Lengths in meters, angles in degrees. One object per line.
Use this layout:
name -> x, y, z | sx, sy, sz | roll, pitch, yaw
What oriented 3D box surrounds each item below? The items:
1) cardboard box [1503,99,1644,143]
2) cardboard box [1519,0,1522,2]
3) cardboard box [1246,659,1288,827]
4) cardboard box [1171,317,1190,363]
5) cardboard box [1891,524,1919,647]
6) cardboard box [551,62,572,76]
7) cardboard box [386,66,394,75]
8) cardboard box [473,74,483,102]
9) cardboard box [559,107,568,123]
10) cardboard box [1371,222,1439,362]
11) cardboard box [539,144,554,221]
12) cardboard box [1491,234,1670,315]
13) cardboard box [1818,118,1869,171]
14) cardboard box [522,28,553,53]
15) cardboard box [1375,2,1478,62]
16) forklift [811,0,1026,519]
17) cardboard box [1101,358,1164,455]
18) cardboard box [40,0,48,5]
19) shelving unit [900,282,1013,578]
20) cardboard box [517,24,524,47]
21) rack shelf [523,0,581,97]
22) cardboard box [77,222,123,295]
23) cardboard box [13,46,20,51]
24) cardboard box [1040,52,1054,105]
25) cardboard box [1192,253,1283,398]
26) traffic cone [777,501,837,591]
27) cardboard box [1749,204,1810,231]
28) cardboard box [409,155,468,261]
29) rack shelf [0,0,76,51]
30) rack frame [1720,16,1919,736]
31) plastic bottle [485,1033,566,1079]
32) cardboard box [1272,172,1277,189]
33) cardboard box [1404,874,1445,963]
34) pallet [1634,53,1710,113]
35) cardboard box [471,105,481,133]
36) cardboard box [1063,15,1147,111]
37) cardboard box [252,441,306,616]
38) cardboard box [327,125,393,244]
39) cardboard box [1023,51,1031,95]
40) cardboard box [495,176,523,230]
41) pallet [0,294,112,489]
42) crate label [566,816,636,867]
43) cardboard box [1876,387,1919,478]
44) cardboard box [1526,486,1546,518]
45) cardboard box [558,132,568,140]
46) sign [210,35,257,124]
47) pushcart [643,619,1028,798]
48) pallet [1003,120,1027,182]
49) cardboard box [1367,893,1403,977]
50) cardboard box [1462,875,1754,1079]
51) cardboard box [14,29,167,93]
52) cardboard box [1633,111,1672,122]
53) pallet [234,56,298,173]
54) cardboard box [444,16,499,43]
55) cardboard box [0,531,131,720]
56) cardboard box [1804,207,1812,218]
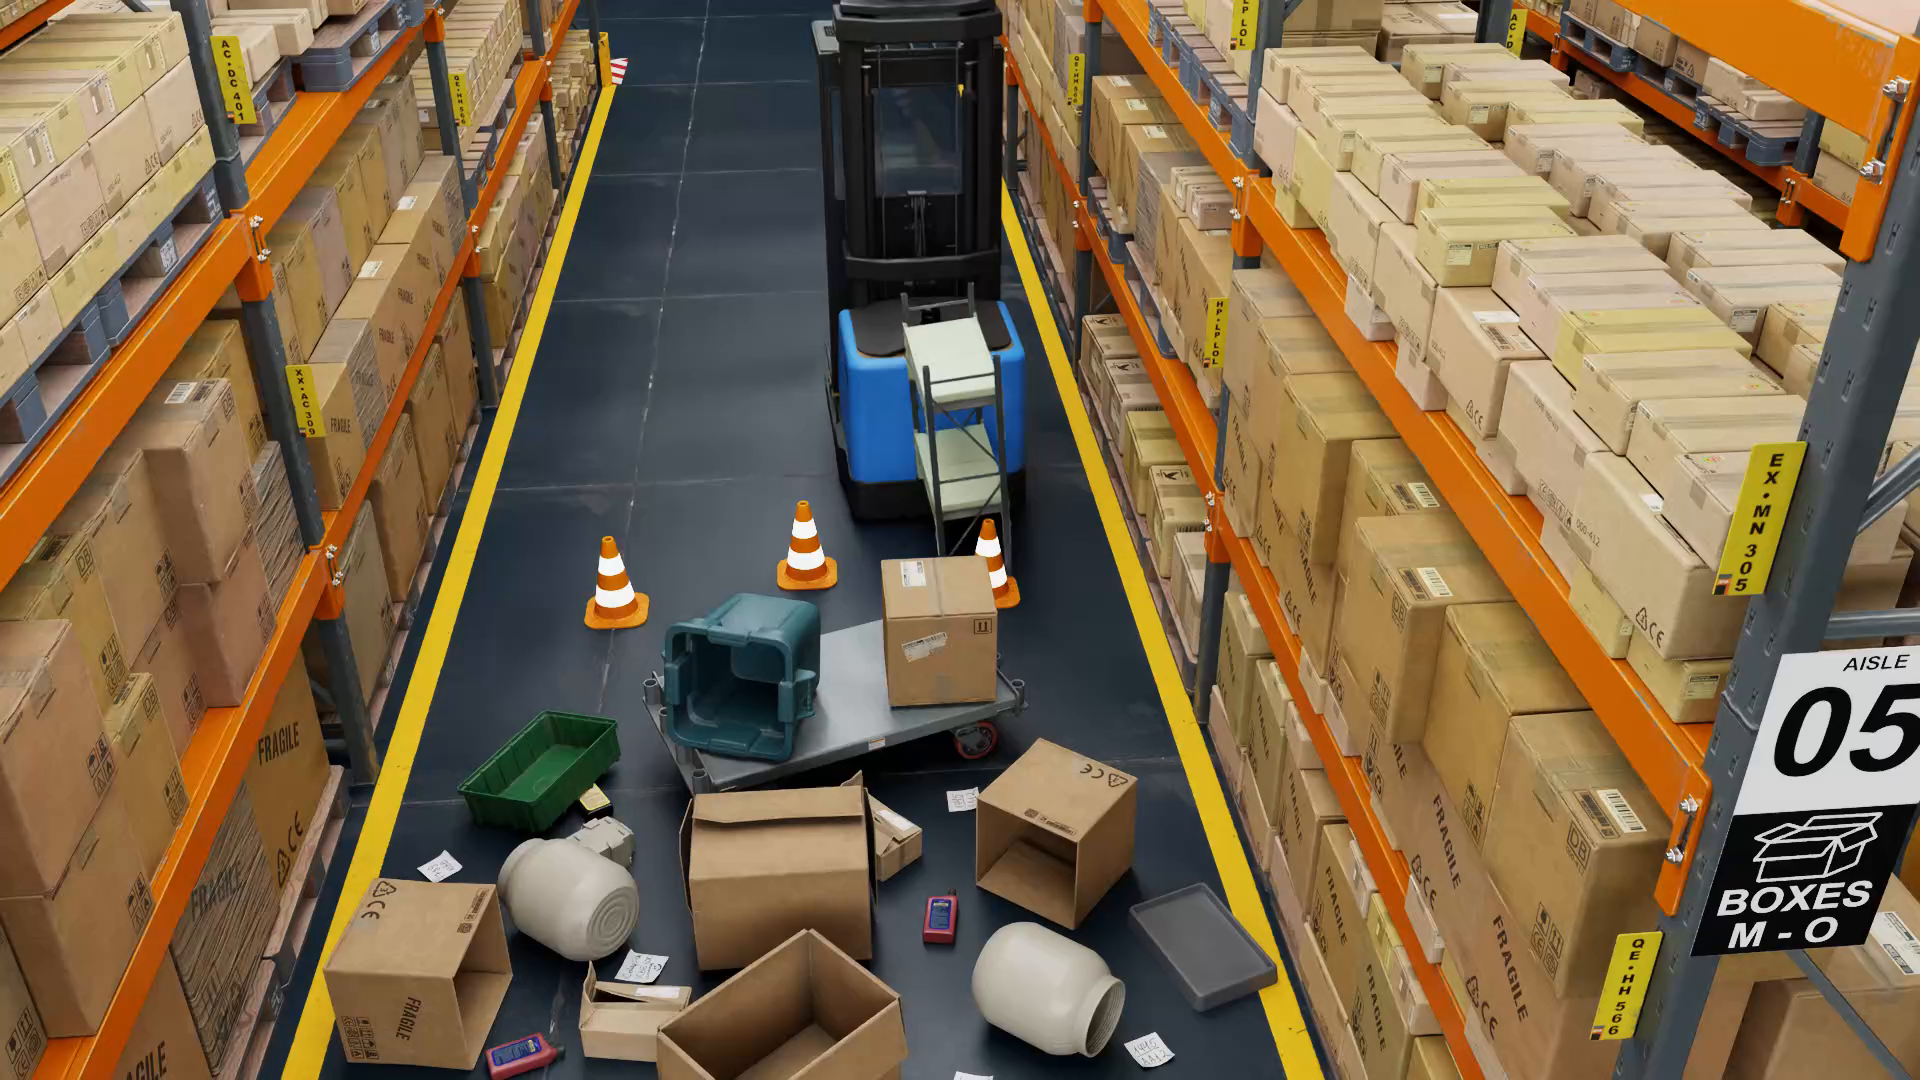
cardboard box -> 2.105, -1.405, 5.719 | 0.380, 0.149, 0.250 | -2, 31, -3
cardboard box -> 5.488, -5.192, 15.762 | 0.380, 0.149, 0.250 | -2, 31, -3
cardboard box -> 1.515, 0.839, 6.961 | 0.500, 0.500, 0.500 | -2, 31, -3
cardboard box -> 1.277, -1.014, 8.358 | 0.380, 0.149, 0.250 | -3, 31, -5
cardboard box -> 2.259, -0.005, 3.764 | 0.500, 0.250, 0.500 | -3, 31, -5
cardboard box -> -3.998, -4.551, 16.235 | 0.380, 0.149, 0.250 | -4, 31, -6
cardboard box -> -4.248, -3.269, 11.843 | 0.380, 0.149, 0.250 | -2, 31, -3
cardboard box -> -3.573, -3.167, 11.672 | 0.380, 0.149, 0.250 | -3, 31, -5
cardboard box -> -3.911, -4.034, 15.659 | 0.380, 0.149, 0.250 | -1, 31, -2
cardboard box -> 1.576, -0.763, 5.033 | 0.500, 0.250, 0.500 | -2, 31, -4
cardboard box -> -3.679, -2.964, 13.814 | 0.500, 0.500, 0.500 | -3, 31, -6
cardboard box -> 1.701, -0.720, 4.573 | 0.380, 0.149, 0.250 | -4, 31, -6
cardboard box -> 6.008, -2.619, 10.869 | 0.500, 0.250, 0.500 | -3, 31, -5
cardboard box -> -3.700, -4.275, 14.226 | 0.380, 0.149, 0.250 | -2, 31, -3
cardboard box -> 2.012, -2.148, 7.232 | 0.500, 0.250, 0.500 | -4, 31, -6
forklift -> -0.321, -2.119, 10.439 | 1.130, 2.935, 3.031 | -4, 31, -7
cardboard box -> 1.413, -0.856, 10.410 | 0.950, 0.372, 0.625 | -3, 31, -6
cardboard box -> -8.838, -5.151, 15.693 | 0.380, 0.149, 0.250 | -3, 31, -4
shelving unit -> -0.012, -0.555, 9.177 | 0.431, 1.500, 0.755 | -9, 40, -6
cardboard box -> -3.765, -4.101, 13.527 | 0.380, 0.149, 0.250 | -3, 31, -6
rack shelf -> -4.186, -4.934, 15.788 | 1.077, 0.370, 4.000 | -3, 31, -5
cardboard box -> -2.804, -0.852, 5.064 | 0.380, 0.149, 0.250 | -2, 31, -4
cardboard box -> -3.477, -1.937, 6.782 | 0.500, 0.250, 0.500 | -2, 31, -4
cardboard box -> 0.875, -3.376, 12.136 | 0.500, 0.250, 0.500 | -4, 31, -6
cardboard box -> 1.395, -1.002, 7.706 | 0.500, 0.500, 0.500 | -3, 31, -6
traffic cone -> -0.865, -0.004, 9.305 | 0.336, 0.463, 0.334 | -3, 31, -5
cardboard box -> 5.937, -2.334, 12.128 | 0.380, 0.149, 0.250 | -4, 31, -7
cardboard box -> -3.316, -2.006, 10.085 | 0.500, 0.500, 0.500 | -3, 31, -5
rack shelf -> -9.134, -4.748, 15.476 | 1.077, 0.370, 4.000 | -3, 31, -5
rack frame -> 2.041, -0.960, 2.582 | 1.000, 3.000, 0.127 | -3, 31, -5
plastic bottle -> -1.667, 1.975, 6.384 | 0.283, 0.061, 0.133 | -14, 33, -22
cardboard box -> 1.450, -1.434, 6.545 | 0.380, 0.149, 0.250 | -3, 31, -5
cardboard box -> 1.602, 1.157, 5.133 | 0.380, 0.149, 0.250 | -2, 31, -4
pallet -> 6.049, -3.619, 13.070 | 1.003, 0.211, 1.213 | -3, 31, -5
cardboard box -> -3.544, -2.903, 11.520 | 0.380, 0.149, 0.250 | -1, 31, -2
cardboard box -> 0.985, -3.192, 11.097 | 0.500, 0.500, 0.500 | -4, 31, -6
cardboard box -> -3.205, -0.014, 6.703 | 0.875, 0.550, 0.550 | -3, 31, -5
cardboard box -> -3.495, -1.902, 8.937 | 0.700, 0.500, 0.500 | -3, 31, -5
cardboard box -> 0.780, -3.683, 13.137 | 0.500, 0.250, 0.500 | -3, 31, -5
cardboard box -> -3.530, -2.485, 12.282 | 0.500, 0.250, 0.500 | -3, 31, -4
pallet -> -3.075, -0.348, 4.568 | 1.003, 0.211, 1.213 | -3, 31, -5
crate label -> -1.594, 1.356, 7.347 | 0.250, 0.136, 0.298 | 27, 40, 37
cardboard box -> 2.171, -0.226, 3.745 | 0.380, 0.149, 0.250 | -3, 31, -5
cardboard box -> 1.725, -0.128, 4.359 | 0.380, 0.149, 0.250 | -3, 31, -4
cardboard box -> -3.813, -3.640, 15.290 | 0.380, 0.149, 0.250 | -3, 31, -5
sign -> -2.699, -1.709, 6.179 | 0.100, 0.325, 0.005 | -3, 31, -5
pushcart -> -0.598, 0.834, 7.986 | 1.648, 0.377, 0.936 | -14, 33, -22
pallet -> 0.927, -3.706, 15.748 | 1.003, 0.211, 1.213 | -3, 31, -5
cardboard box -> 1.585, 1.306, 5.546 | 0.380, 0.149, 0.250 | -2, 31, -4
cardboard box -> 1.716, 1.181, 4.460 | 0.500, 0.500, 0.500 | -3, 31, -5
cardboard box -> -2.877, -1.583, 5.510 | 0.380, 0.149, 0.250 | -3, 31, -5
cardboard box -> 5.807, -3.533, 14.135 | 0.380, 0.149, 0.250 | -3, 31, -5
pallet -> -3.387, -1.809, 7.115 | 0.805, 0.209, 1.217 | -4, 31, -7
cardboard box -> -3.675, -3.826, 12.485 | 0.380, 0.149, 0.250 | -4, 31, -6
cardboard box -> -3.113, 0.352, 5.036 | 0.875, 0.550, 0.500 | -3, 31, -5
cardboard box -> 6.498, -2.512, 12.426 | 0.380, 0.149, 0.250 | -2, 31, -3
